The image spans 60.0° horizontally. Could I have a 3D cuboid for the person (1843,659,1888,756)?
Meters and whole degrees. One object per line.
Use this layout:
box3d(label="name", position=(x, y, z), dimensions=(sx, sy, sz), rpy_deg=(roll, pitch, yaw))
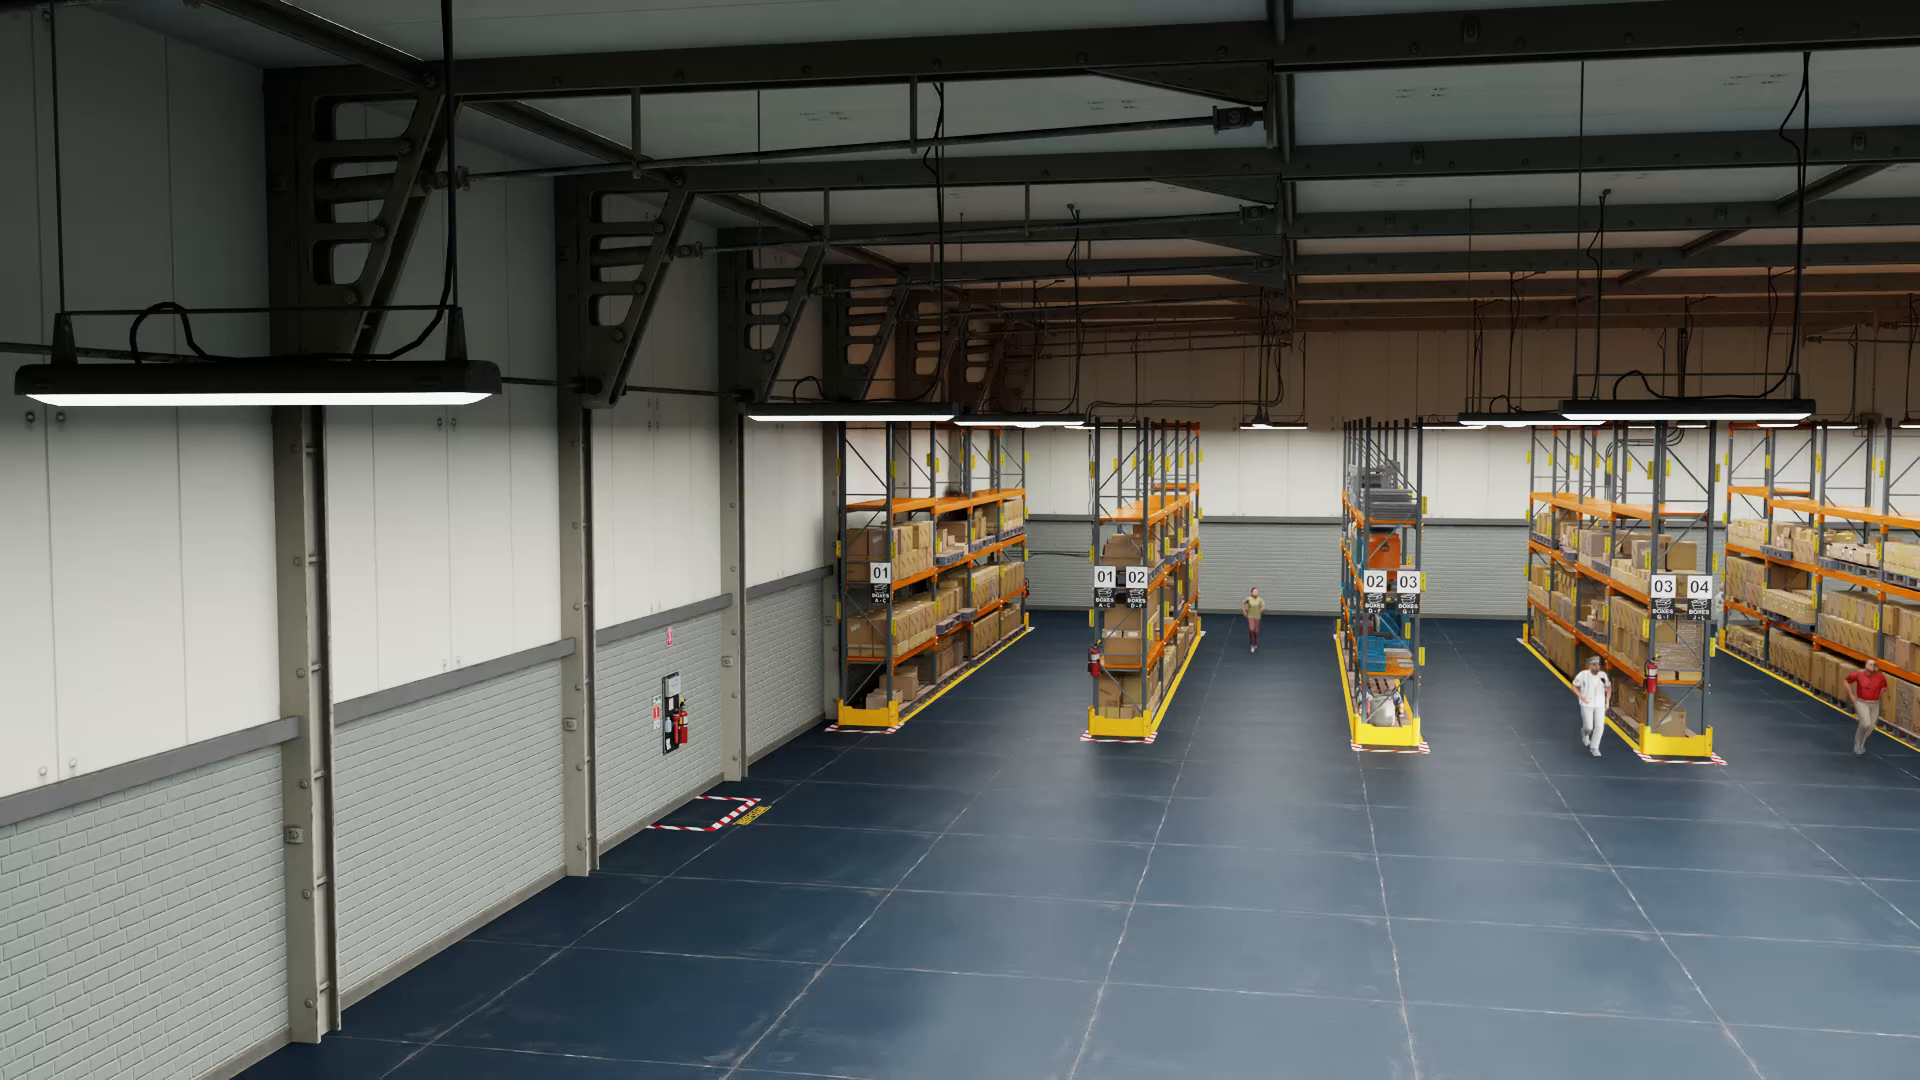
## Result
box3d(label="person", position=(16.094, 2.964, 29.487), dimensions=(0.648, 1.727, 0.749), rpy_deg=(0, 4, 3))

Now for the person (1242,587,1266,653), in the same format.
box3d(label="person", position=(7.702, 2.077, 43.542), dimensions=(0.589, 1.690, 0.749), rpy_deg=(0, 4, -3))

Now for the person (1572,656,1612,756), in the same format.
box3d(label="person", position=(11.285, 2.937, 29.686), dimensions=(0.700, 1.764, 0.671), rpy_deg=(0, 4, 7))

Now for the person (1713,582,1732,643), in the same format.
box3d(label="person", position=(20.673, 1.951, 45.010), dimensions=(0.948, 1.635, 0.633), rpy_deg=(0, 4, -4))
